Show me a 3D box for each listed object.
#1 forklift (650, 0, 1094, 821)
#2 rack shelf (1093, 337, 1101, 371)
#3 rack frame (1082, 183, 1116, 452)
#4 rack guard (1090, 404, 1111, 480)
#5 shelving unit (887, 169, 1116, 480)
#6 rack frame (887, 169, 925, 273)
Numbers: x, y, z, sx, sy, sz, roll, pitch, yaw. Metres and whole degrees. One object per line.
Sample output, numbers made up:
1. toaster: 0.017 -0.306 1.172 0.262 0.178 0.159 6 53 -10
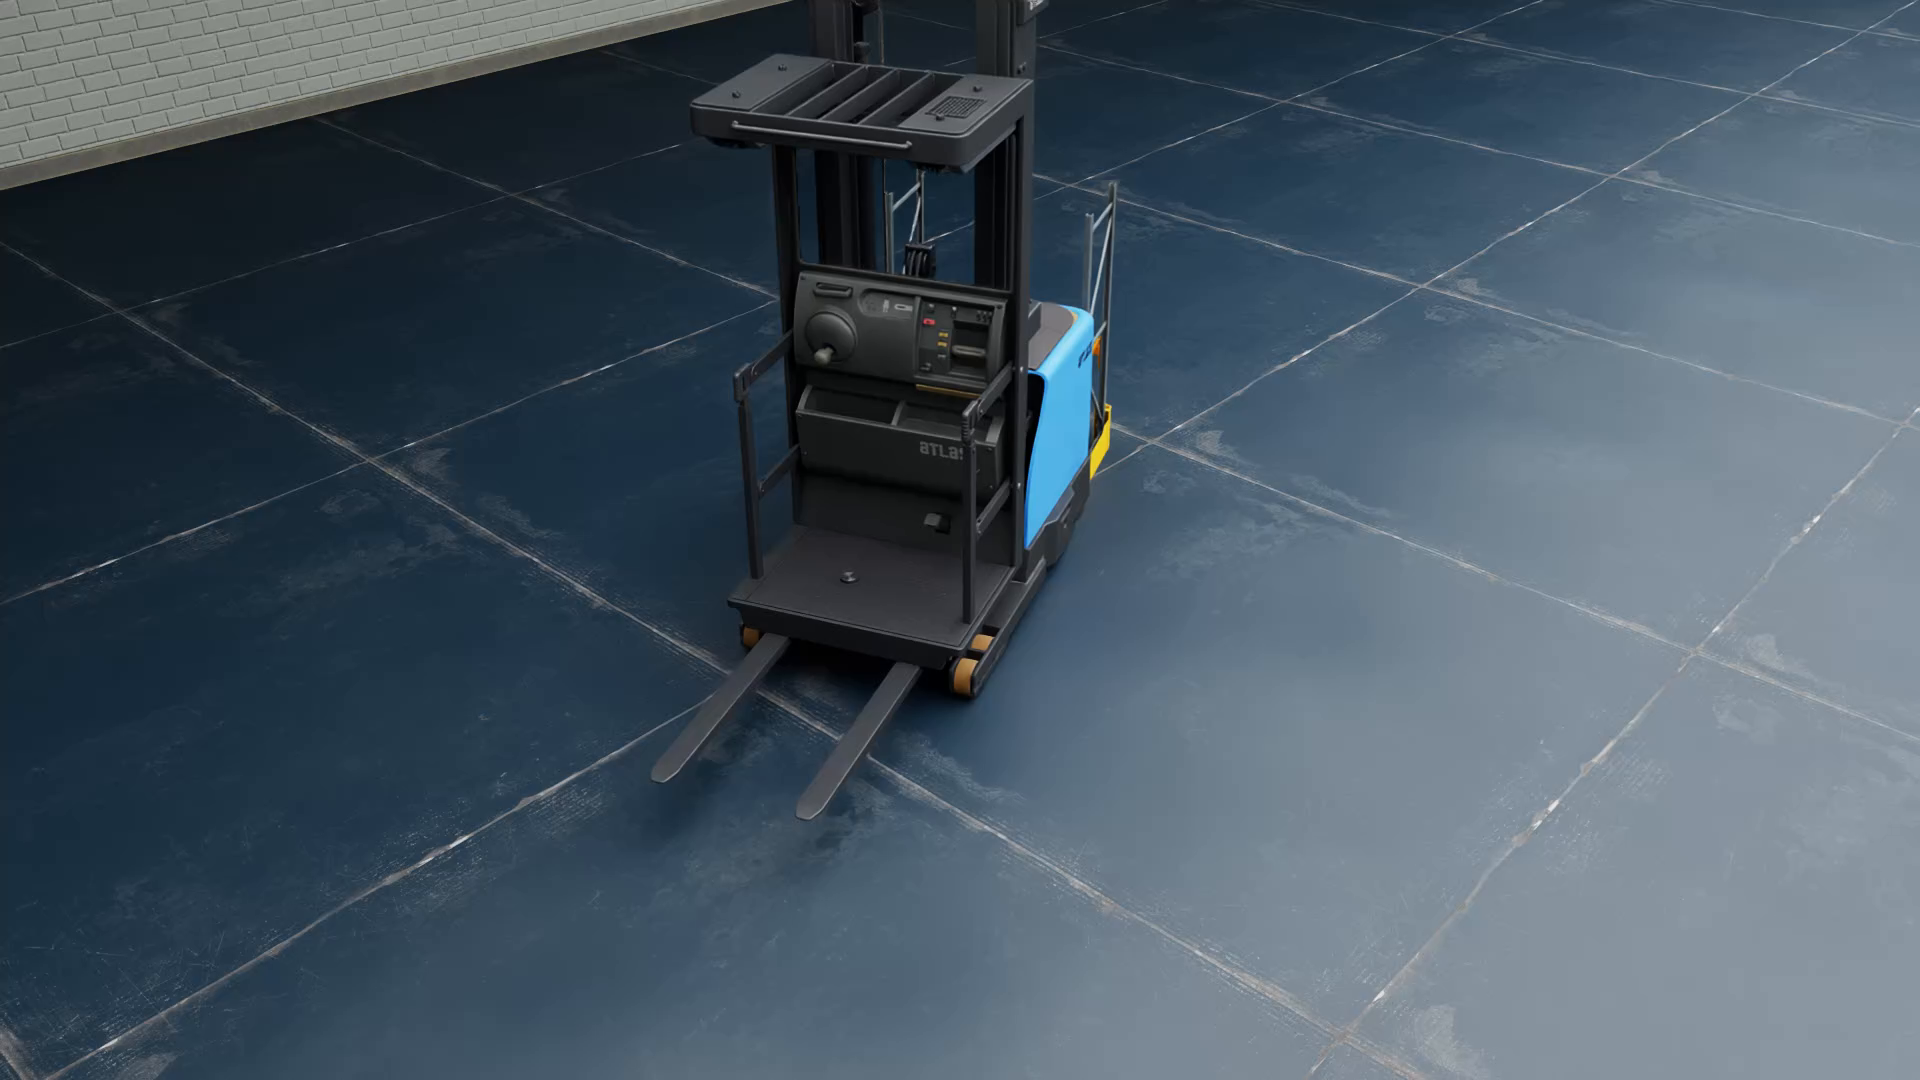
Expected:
1. forklift: -0.333 -0.826 6.780 1.130 2.935 3.031 11 33 18
2. rack shelf: 0.206 -0.948 8.720 1.000 0.185 0.538 10 32 16
3. rack frame: 0.689 -1.019 8.489 0.032 1.500 0.500 10 32 16
4. rack guard: 0.687 -0.484 8.812 0.087 0.250 0.587 10 32 16
5. shelving unit: 0.215 -1.101 8.625 1.083 1.500 0.587 10 32 16
6. rack frame: -0.276 -1.185 8.765 0.032 1.500 0.500 10 32 16
